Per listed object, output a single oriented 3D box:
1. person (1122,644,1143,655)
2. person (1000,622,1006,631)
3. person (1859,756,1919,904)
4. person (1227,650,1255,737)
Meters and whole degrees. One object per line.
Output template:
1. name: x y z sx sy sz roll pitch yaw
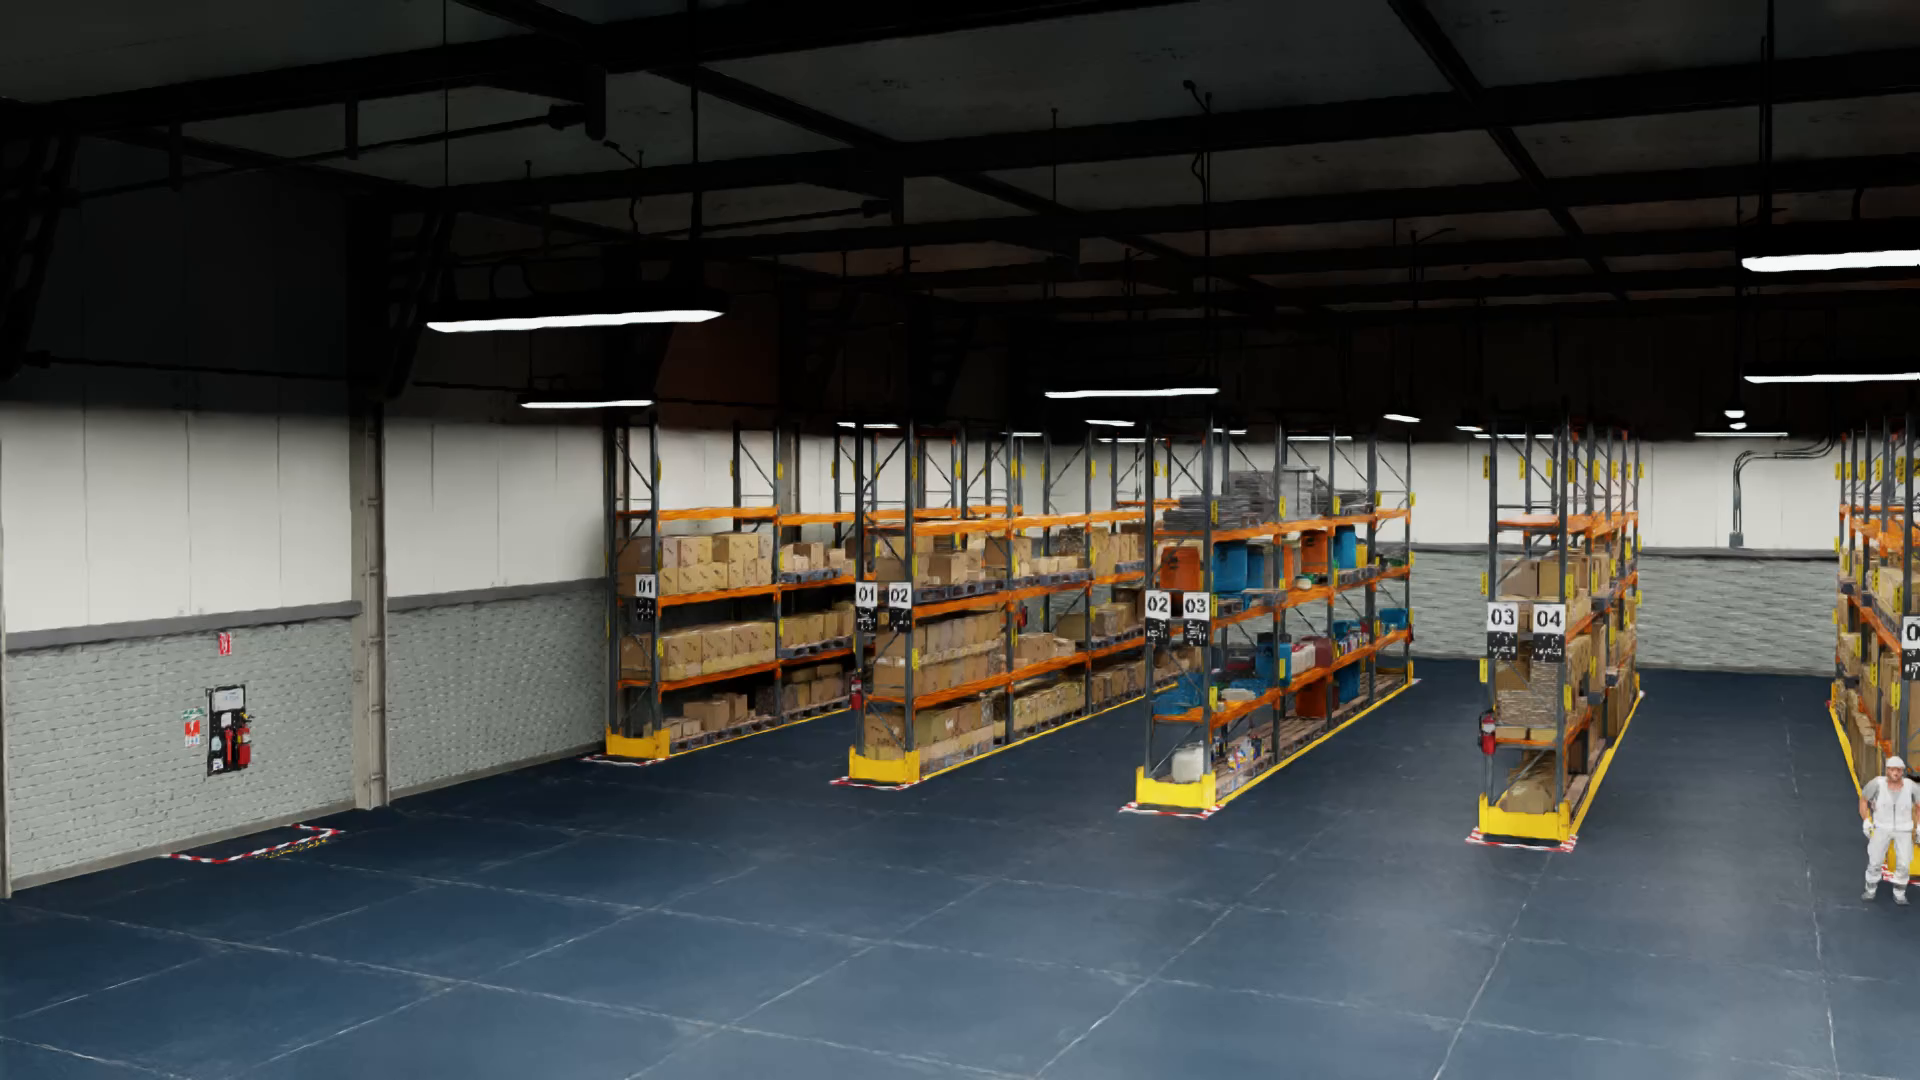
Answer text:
1. person: 4.747 2.255 44.946 0.712 1.712 0.515 -1 2 -15
2. person: 1.184 2.290 44.716 0.481 1.677 0.520 -1 3 -27
3. person: 10.727 3.332 19.144 0.677 1.742 0.552 1 3 24
4. person: 5.239 2.864 31.141 0.482 1.621 0.989 2 3 34
